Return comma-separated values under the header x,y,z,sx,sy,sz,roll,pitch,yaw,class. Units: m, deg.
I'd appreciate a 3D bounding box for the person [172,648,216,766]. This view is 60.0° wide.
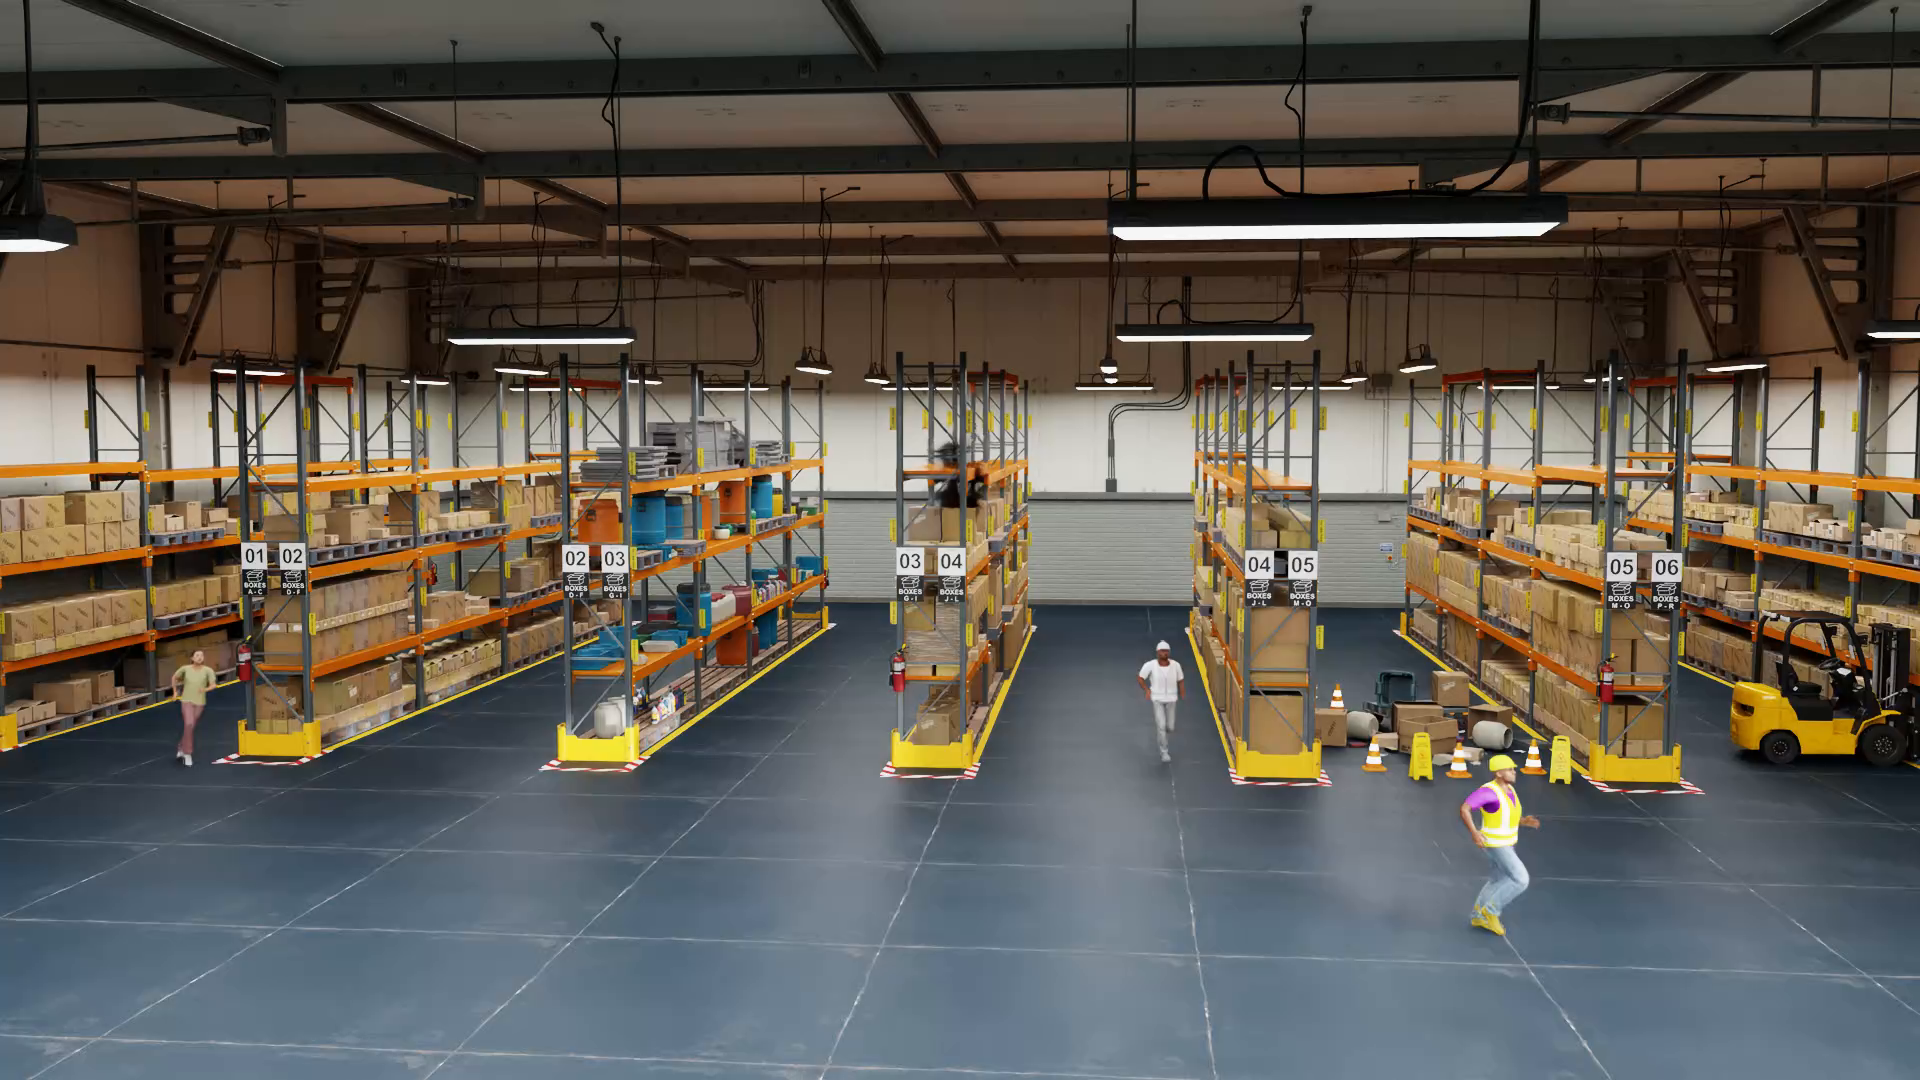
x,y,z,sx,sy,sz,roll,pitch,yaw,class
-11.257,2.426,24.492,0.577,1.664,0.814,-3,5,-36,person

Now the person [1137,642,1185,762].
x,y,z,sx,sy,sz,roll,pitch,yaw,class
3.013,2.384,24.807,0.701,1.744,0.780,-1,4,-8,person

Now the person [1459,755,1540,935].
x,y,z,sx,sy,sz,roll,pitch,yaw,class
5.300,2.972,16.220,0.666,1.747,0.695,3,5,36,person
